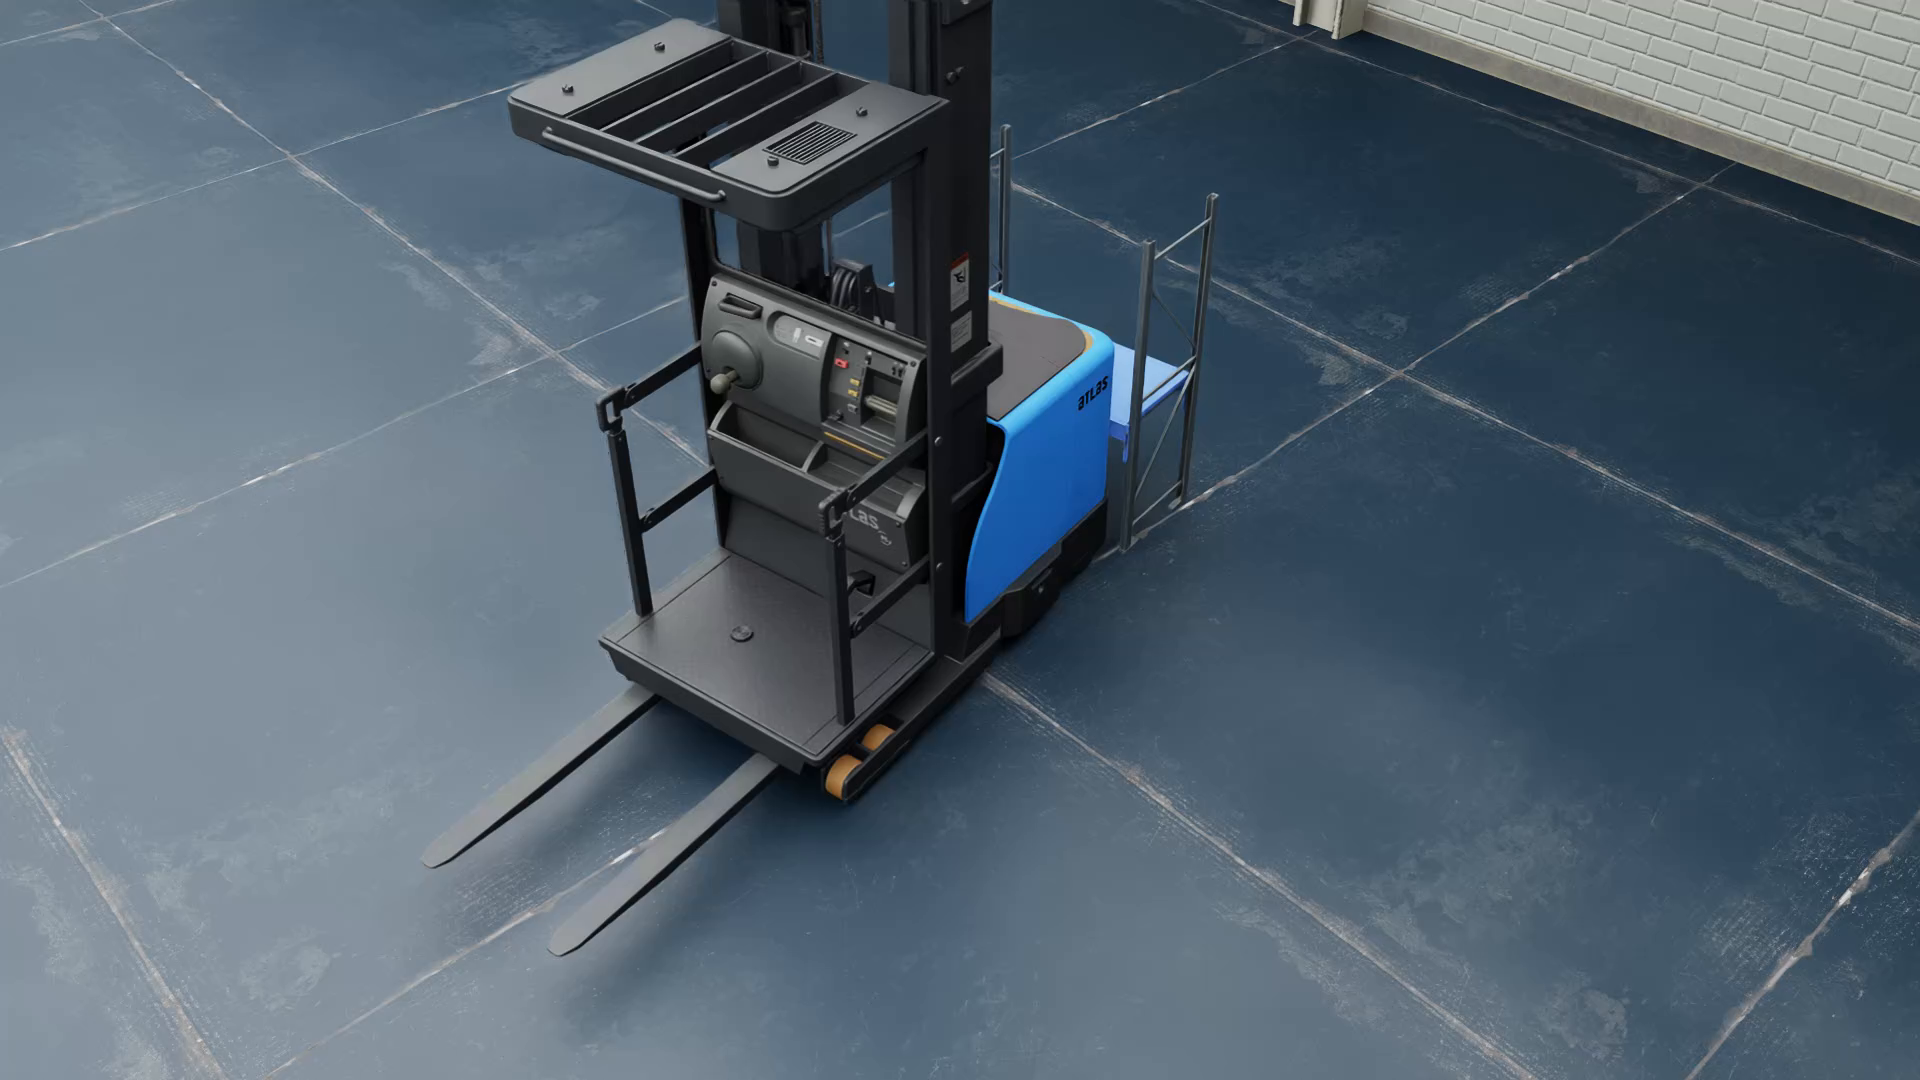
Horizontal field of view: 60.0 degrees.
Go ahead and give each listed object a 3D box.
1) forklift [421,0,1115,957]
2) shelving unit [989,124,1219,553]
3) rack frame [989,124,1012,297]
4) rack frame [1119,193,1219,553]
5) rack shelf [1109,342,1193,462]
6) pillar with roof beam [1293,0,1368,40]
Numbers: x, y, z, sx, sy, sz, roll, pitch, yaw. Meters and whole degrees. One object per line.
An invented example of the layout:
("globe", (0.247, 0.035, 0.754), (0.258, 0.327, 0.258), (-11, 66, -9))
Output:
("forklift", (-0.648, -0.539, 5.584), (1.130, 2.935, 3.031), (25, 45, 27))
("shelving unit", (0.454, -0.852, 7.112), (1.048, 1.500, 0.538), (26, 46, 29))
("rack frame", (0.053, -1.049, 7.356), (0.032, 1.500, 0.500), (26, 46, 29))
("rack frame", (0.854, -0.655, 6.868), (0.032, 1.500, 0.500), (26, 46, 29))
("rack shelf", (0.454, -0.712, 7.225), (1.000, 0.185, 0.538), (26, 46, 29))
("pillar with roof beam", (-0.570, -5.303, 6.654), (9.100, 9.000, 0.400), (-30, 48, -32))
